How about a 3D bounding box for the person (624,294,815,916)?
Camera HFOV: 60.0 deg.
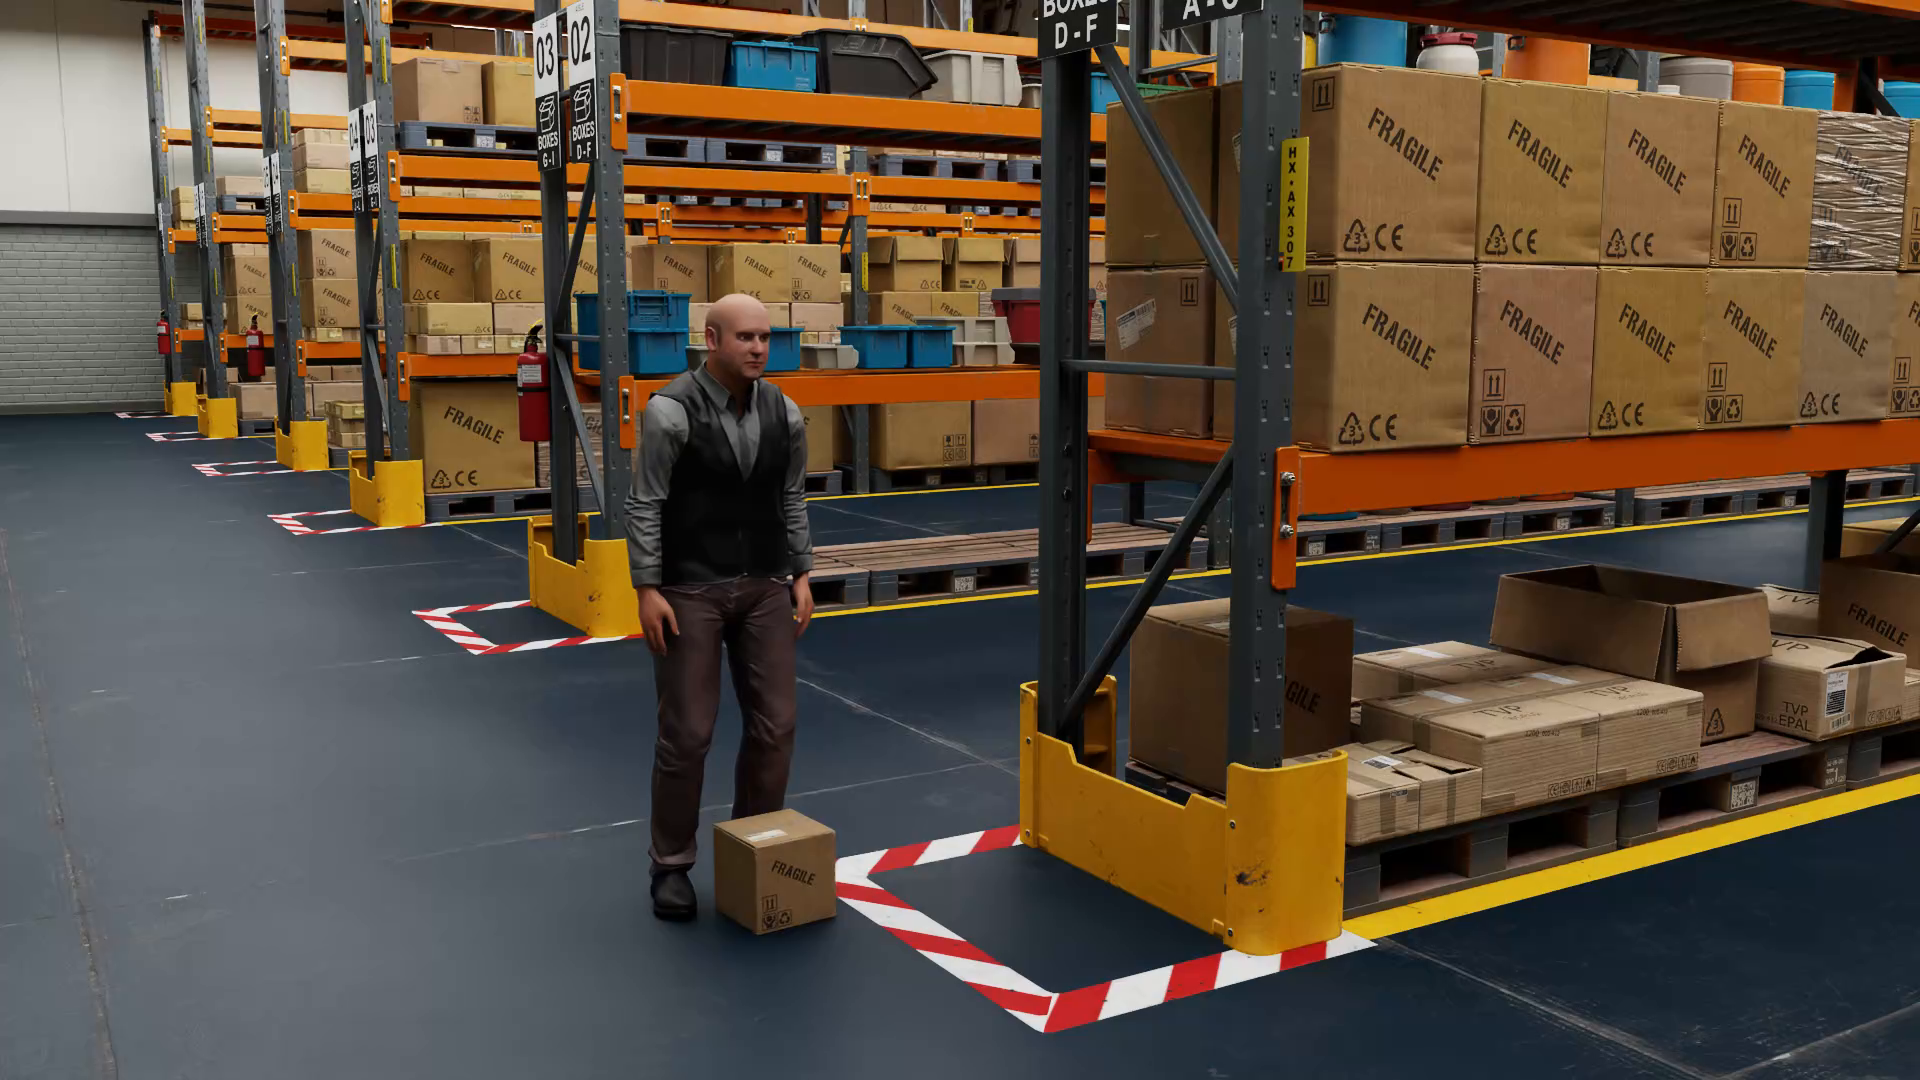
[{"bbox_3d":[-0.664,0.165,4.749,0.582,1.719,0.475,-6,10,-36],"label":"person"}]
